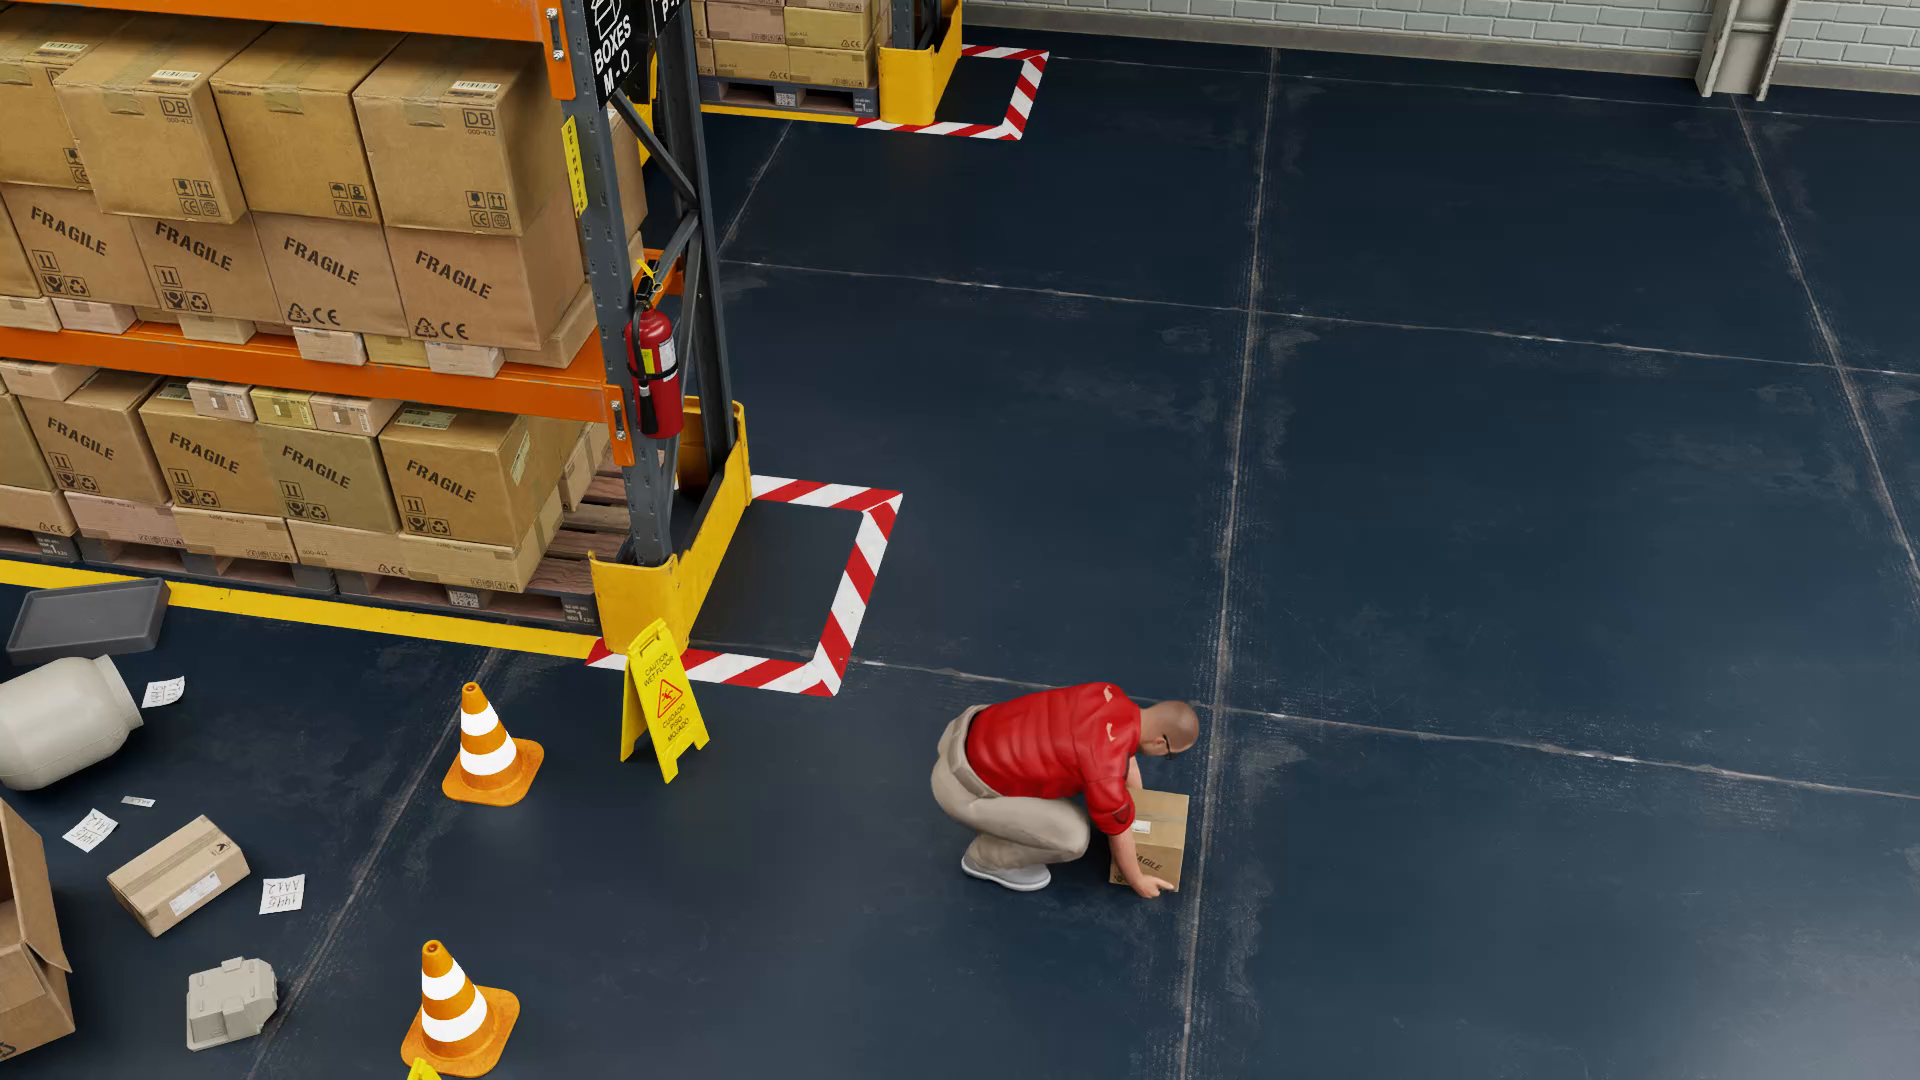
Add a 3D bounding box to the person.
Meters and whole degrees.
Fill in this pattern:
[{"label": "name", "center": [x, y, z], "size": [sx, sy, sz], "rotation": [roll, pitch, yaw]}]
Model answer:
[{"label": "person", "center": [0.363, 0.874, 5.931], "size": [0.912, 0.822, 0.536], "rotation": [6, 41, 7]}]
